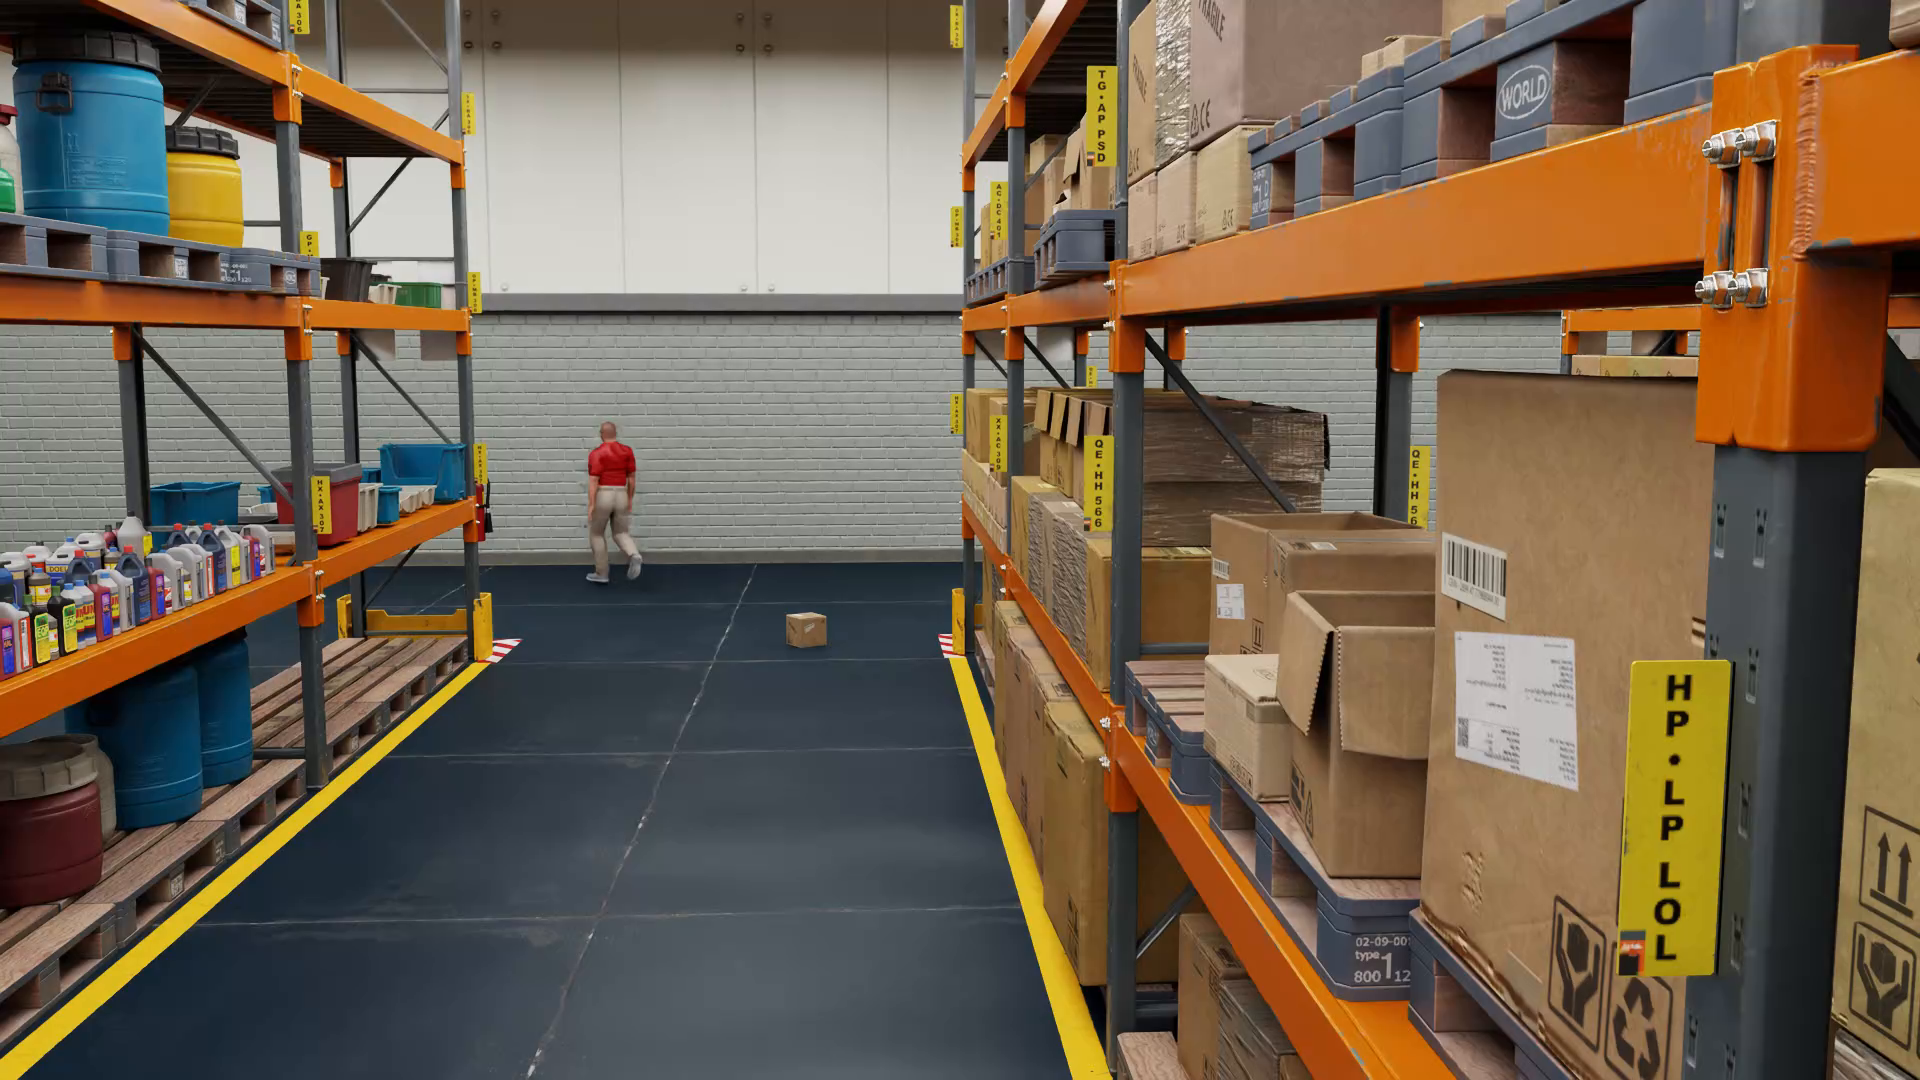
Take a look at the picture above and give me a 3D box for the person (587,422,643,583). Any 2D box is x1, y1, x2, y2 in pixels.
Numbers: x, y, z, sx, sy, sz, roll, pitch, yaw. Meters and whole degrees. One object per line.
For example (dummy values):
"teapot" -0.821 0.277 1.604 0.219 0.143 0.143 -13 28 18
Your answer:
"person" -3.652 -0.395 17.464 0.551 1.697 0.735 -6 9 -39
